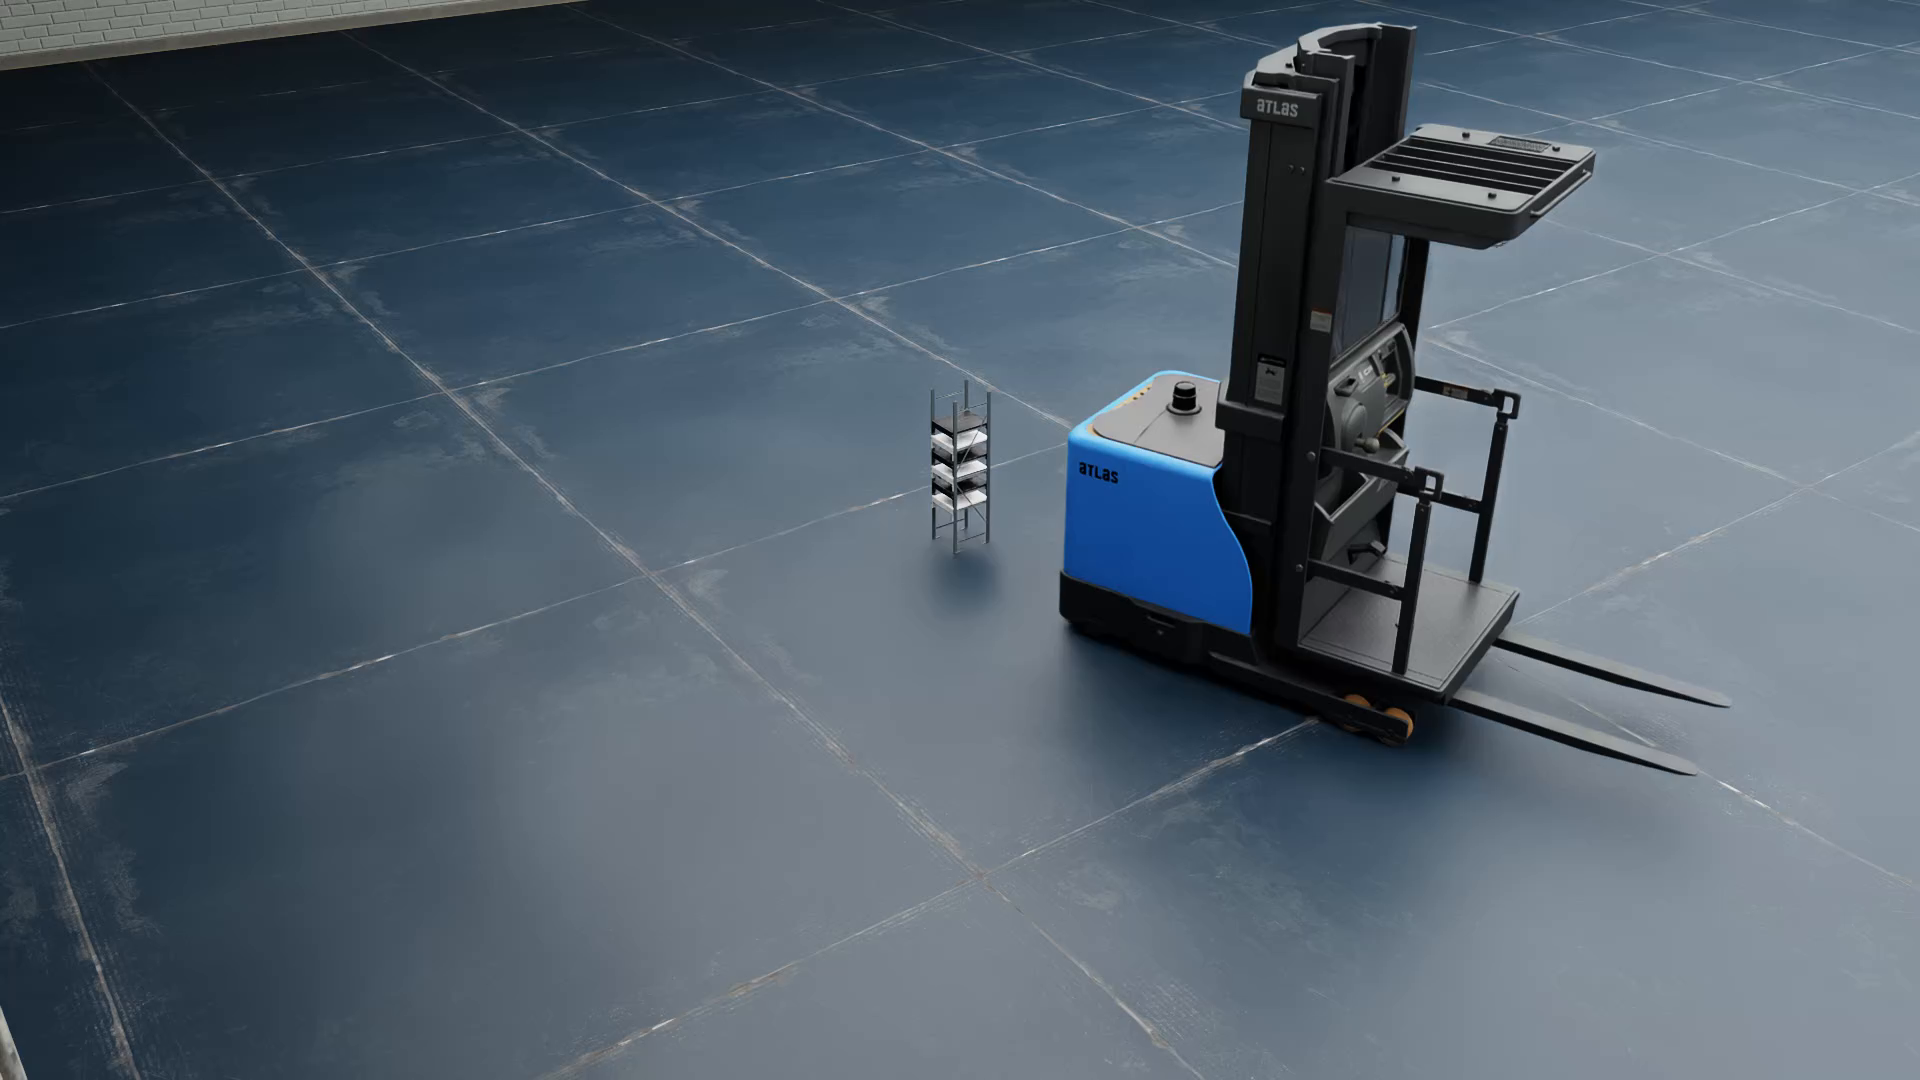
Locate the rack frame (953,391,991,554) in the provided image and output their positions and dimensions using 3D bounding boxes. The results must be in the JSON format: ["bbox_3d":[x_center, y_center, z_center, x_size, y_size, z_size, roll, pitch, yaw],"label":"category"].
[{"bbox_3d":[0.064,-0.353,8.895,0.240,0.900,0.006,-19,34,-31],"label":"rack frame"}]

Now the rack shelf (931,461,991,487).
[{"bbox_3d":[0.005,-0.363,8.983,0.258,0.077,0.200,-19,34,-31],"label":"rack shelf"}]

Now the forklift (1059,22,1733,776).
[{"bbox_3d":[2.003,-0.652,7.317,3.031,2.935,1.130,18,33,30],"label":"forklift"}]

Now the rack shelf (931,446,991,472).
[{"bbox_3d":[0.005,-0.442,8.940,0.258,0.077,0.200,-19,34,-31],"label":"rack shelf"}]

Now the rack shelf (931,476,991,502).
[{"bbox_3d":[0.005,-0.284,9.026,0.258,0.077,0.200,-19,34,-31],"label":"rack shelf"}]

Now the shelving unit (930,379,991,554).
[{"bbox_3d":[0.005,-0.392,8.967,0.258,0.900,0.210,-19,34,-31],"label":"shelving unit"}]

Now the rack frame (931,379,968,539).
[{"bbox_3d":[-0.054,-0.432,9.040,0.240,0.900,0.006,-19,34,-31],"label":"rack frame"}]

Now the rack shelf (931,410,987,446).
[{"bbox_3d":[0.005,-0.600,8.854,0.258,0.077,0.200,-19,34,-31],"label":"rack shelf"}]

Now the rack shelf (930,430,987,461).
[{"bbox_3d":[0.005,-0.521,8.897,0.258,0.077,0.200,-19,34,-31],"label":"rack shelf"}]

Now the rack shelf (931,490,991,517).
[{"bbox_3d":[0.005,-0.205,9.069,0.258,0.077,0.200,-19,34,-31],"label":"rack shelf"}]
